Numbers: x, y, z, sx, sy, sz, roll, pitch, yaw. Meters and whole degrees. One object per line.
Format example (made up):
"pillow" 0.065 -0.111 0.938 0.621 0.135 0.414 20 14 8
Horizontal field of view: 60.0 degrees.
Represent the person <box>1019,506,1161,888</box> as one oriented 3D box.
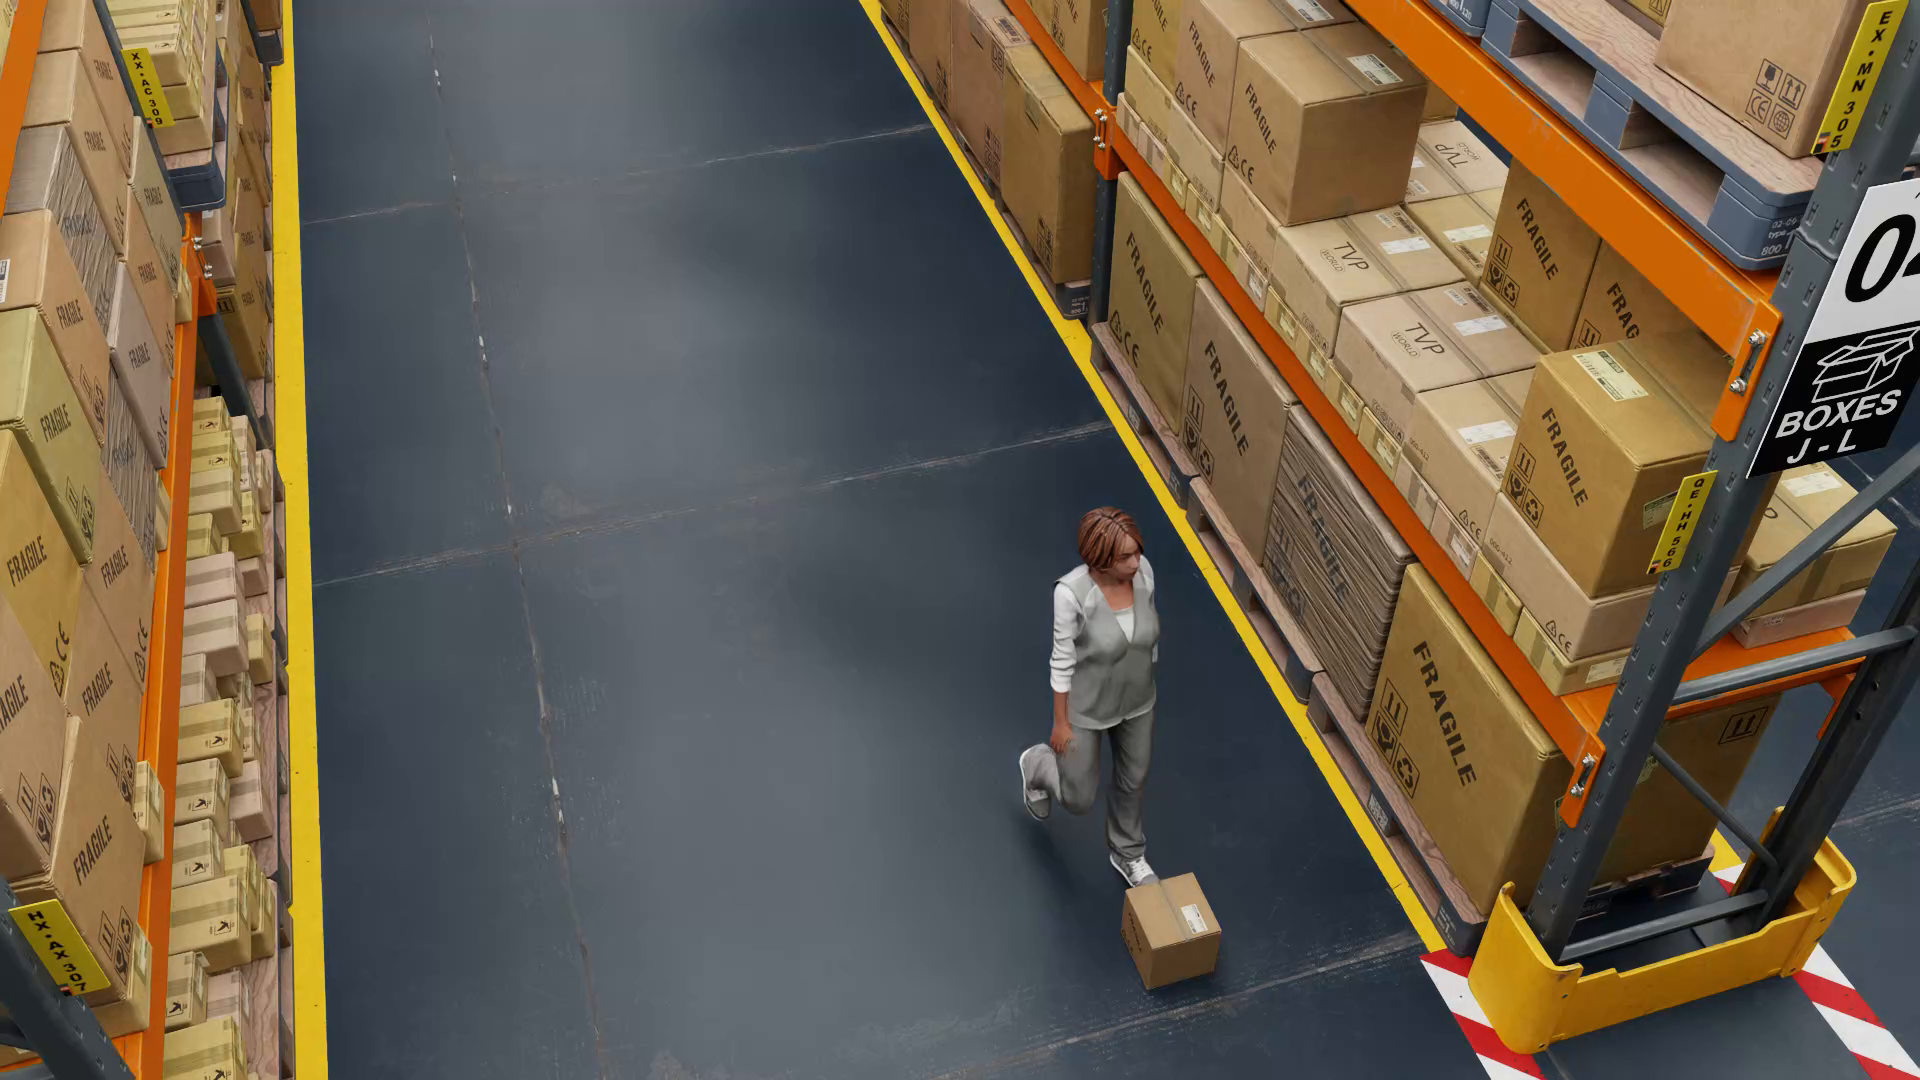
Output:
"person" 0.487 0.546 5.551 0.440 1.589 0.646 -19 46 -19
